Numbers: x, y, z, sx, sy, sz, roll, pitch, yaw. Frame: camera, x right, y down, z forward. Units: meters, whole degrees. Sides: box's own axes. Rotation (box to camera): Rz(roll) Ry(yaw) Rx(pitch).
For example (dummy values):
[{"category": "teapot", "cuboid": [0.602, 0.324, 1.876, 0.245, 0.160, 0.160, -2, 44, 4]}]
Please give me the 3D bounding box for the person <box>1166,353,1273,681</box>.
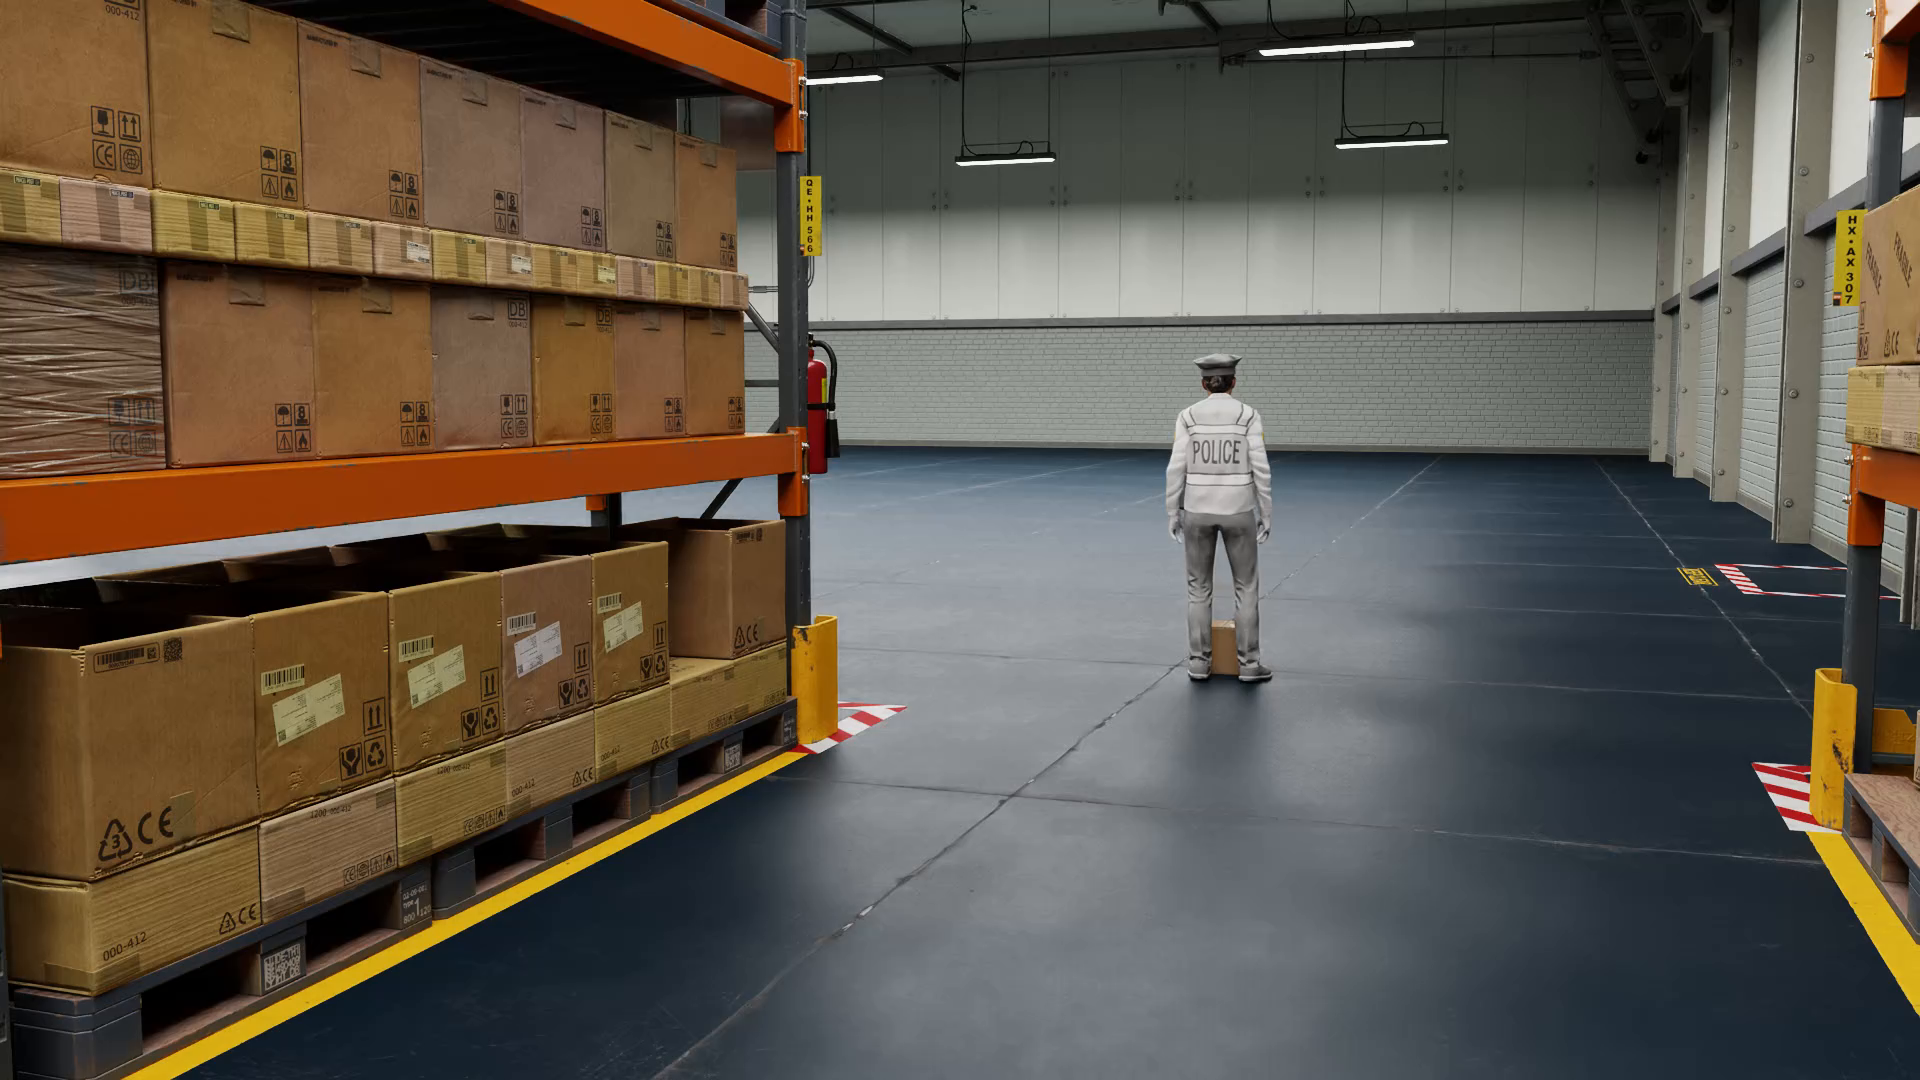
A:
[{"category": "person", "cuboid": [1.322, -0.118, 8.472, 0.547, 1.666, 0.371, 1, 6, 15]}]
